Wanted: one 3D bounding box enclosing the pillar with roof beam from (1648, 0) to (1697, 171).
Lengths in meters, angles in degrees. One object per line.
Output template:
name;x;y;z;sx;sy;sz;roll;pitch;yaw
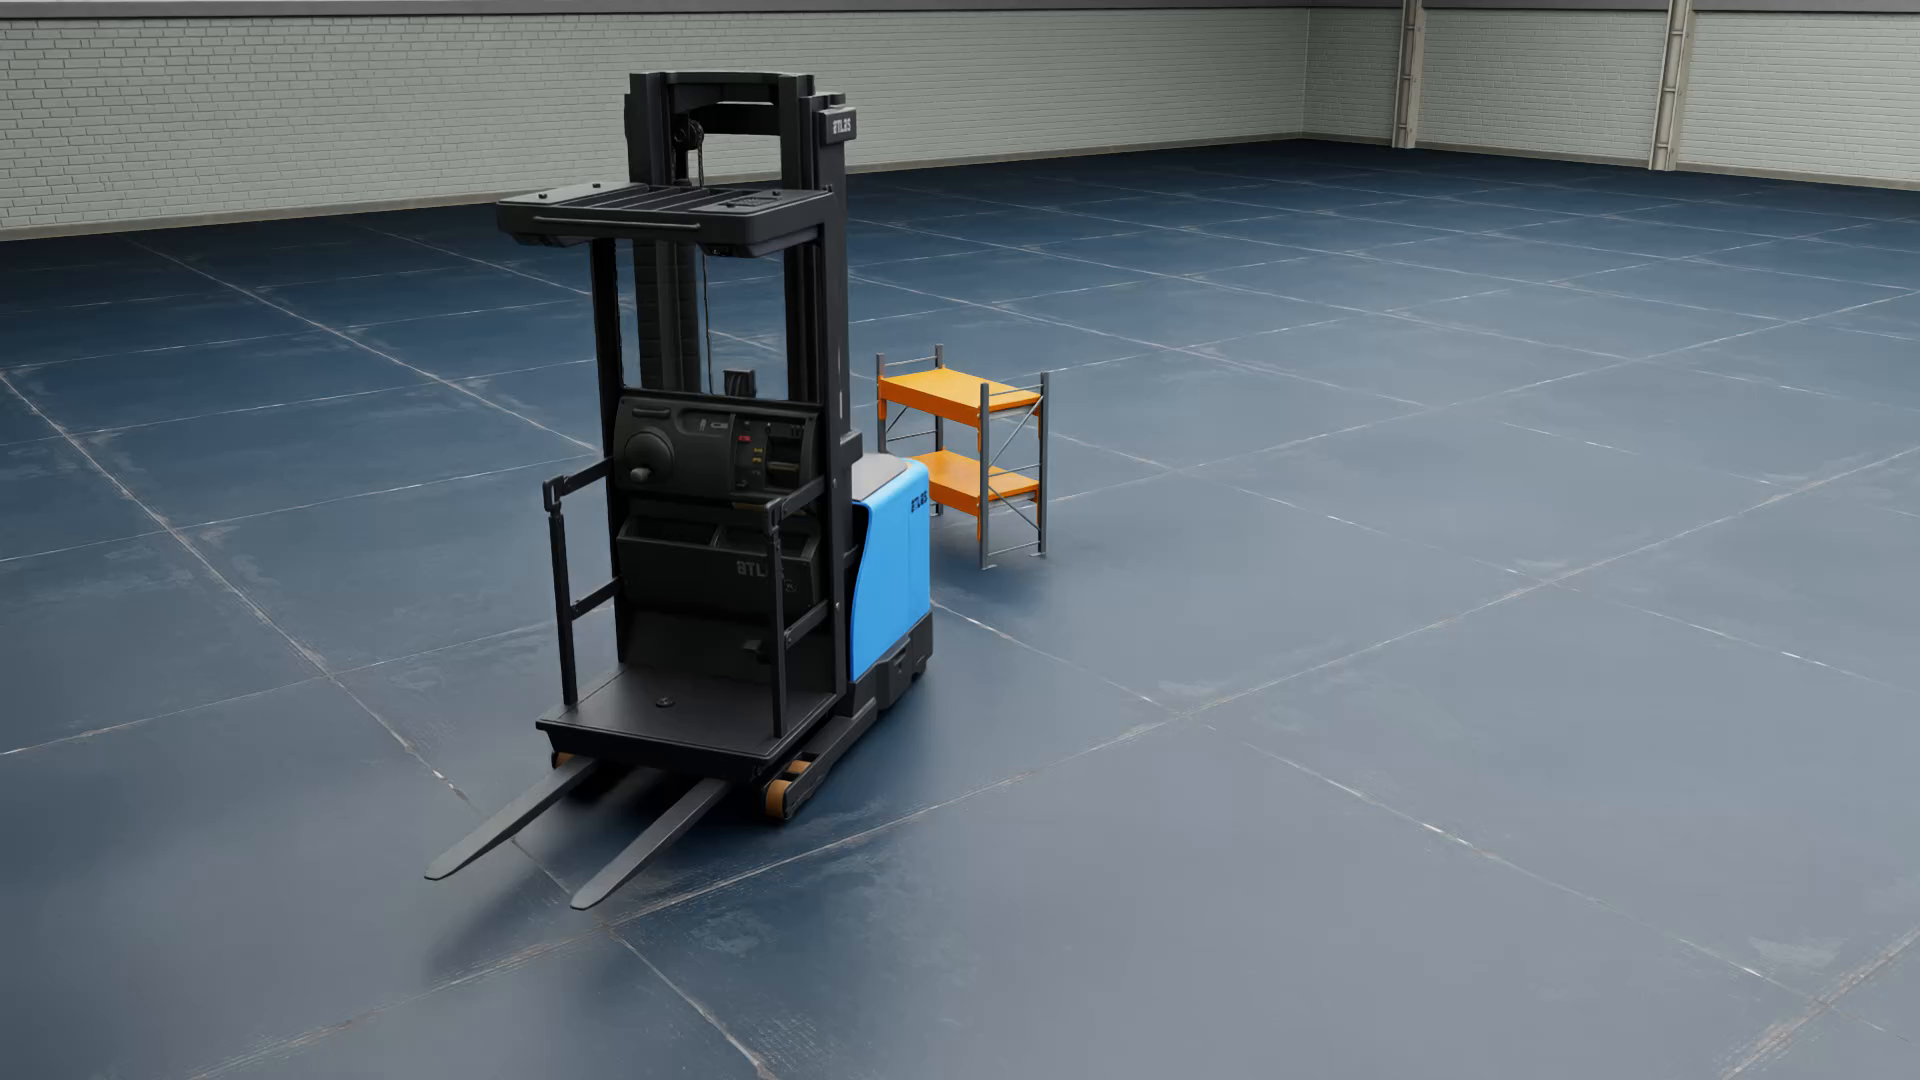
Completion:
pillar with roof beam;9.978;-10.473;27.676;9.100;9.000;0.400;-14;23;-36

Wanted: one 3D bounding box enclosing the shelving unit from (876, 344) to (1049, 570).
shelving unit;0.004;-0.532;10.181;0.538;1.125;1.048;-14;23;-36

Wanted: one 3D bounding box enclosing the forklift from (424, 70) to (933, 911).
forklift;-1.111;-0.379;6.846;1.130;2.935;3.031;6;19;19

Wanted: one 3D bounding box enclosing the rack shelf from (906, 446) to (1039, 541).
rack shelf;0.004;-0.300;10.258;0.538;0.278;1.000;-14;23;-36

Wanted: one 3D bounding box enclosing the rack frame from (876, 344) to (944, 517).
rack frame;-0.311;-0.658;10.559;0.500;1.125;0.032;-14;23;-36

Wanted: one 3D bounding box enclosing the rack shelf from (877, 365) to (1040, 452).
rack shelf;0.004;-0.810;10.089;0.538;0.278;1.000;-14;23;-36

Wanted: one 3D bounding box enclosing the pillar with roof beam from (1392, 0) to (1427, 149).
pillar with roof beam;6.252;-11.952;32.141;9.100;9.000;0.400;-14;23;-36

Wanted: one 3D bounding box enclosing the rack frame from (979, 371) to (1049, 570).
rack frame;0.320;-0.407;9.802;0.500;1.125;0.032;-14;23;-36
